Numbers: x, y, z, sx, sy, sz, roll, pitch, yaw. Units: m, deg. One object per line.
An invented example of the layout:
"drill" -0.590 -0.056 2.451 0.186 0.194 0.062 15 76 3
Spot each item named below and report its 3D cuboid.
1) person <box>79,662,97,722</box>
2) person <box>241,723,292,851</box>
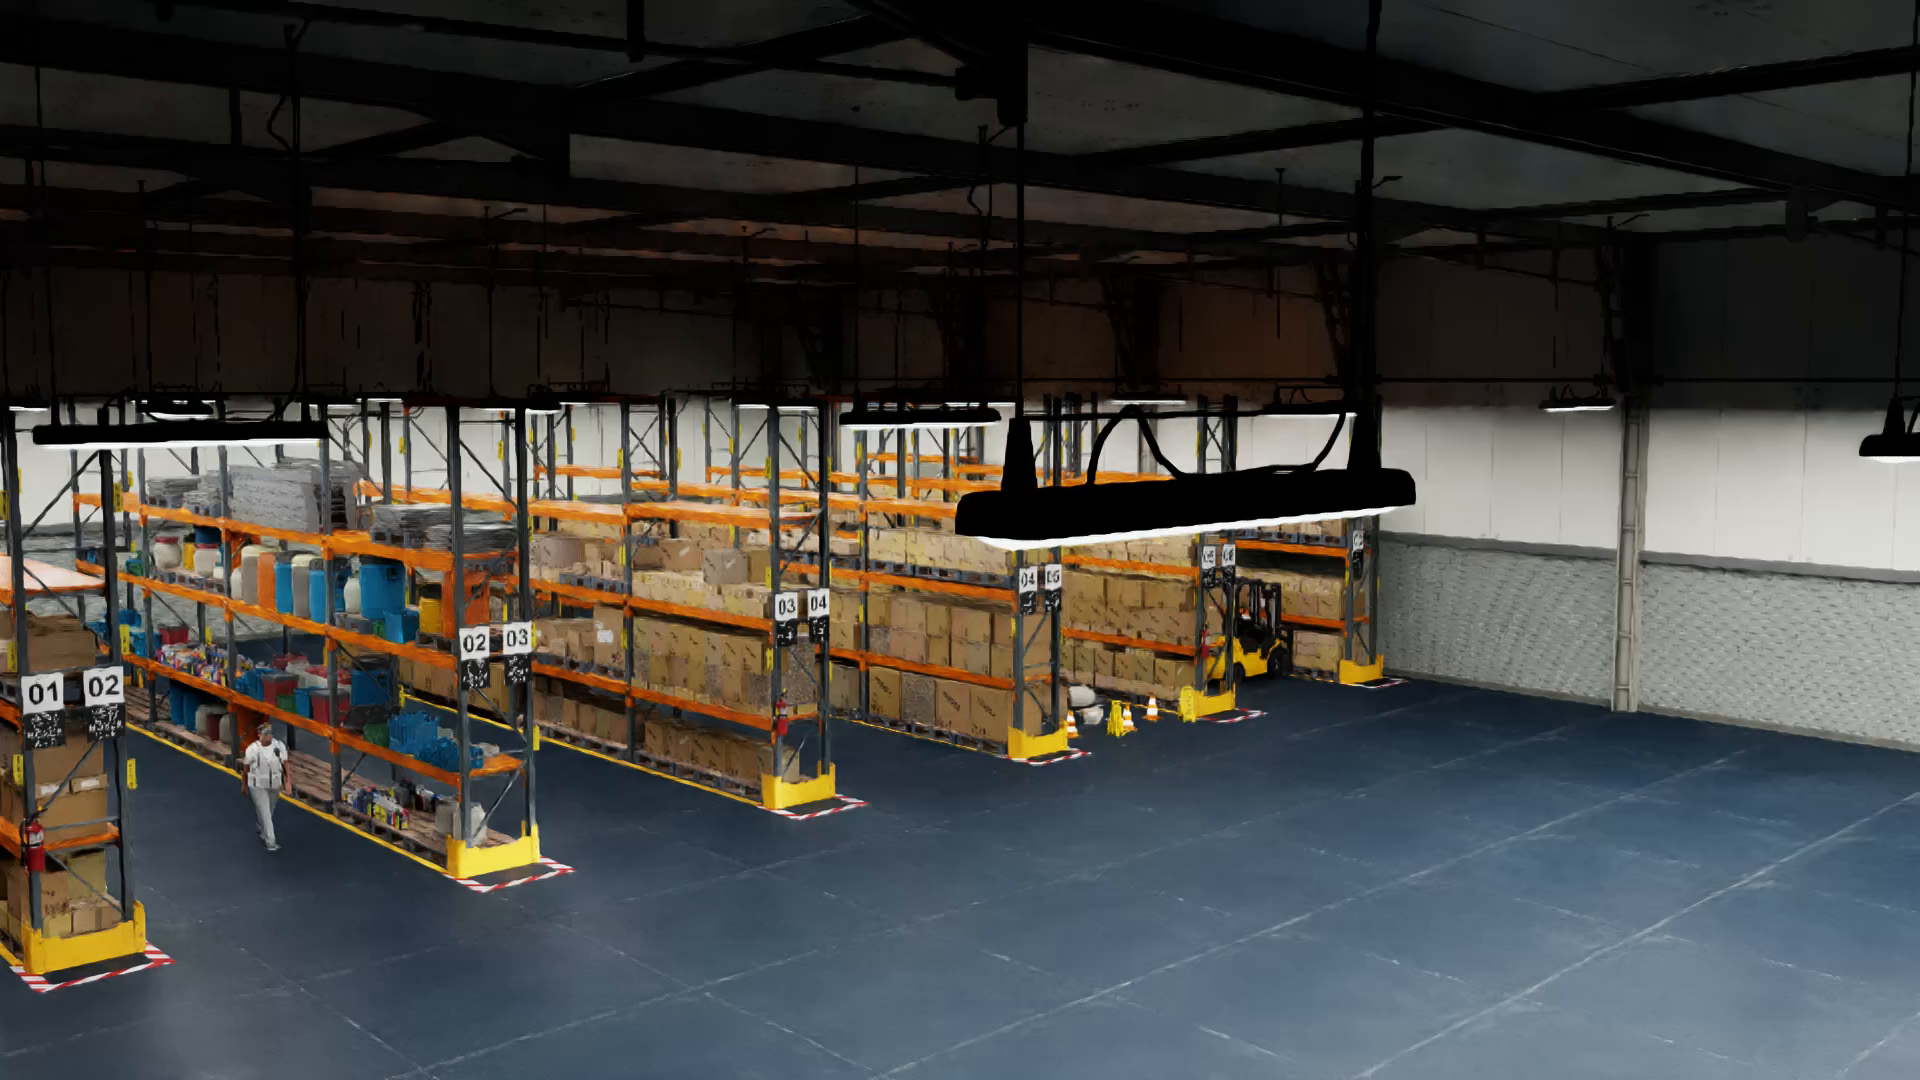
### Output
"person" -16.083 2.559 30.293 0.719 1.714 0.578 -5 8 -44
"person" -9.378 3.295 22.543 0.556 1.712 1.040 -5 8 -44
